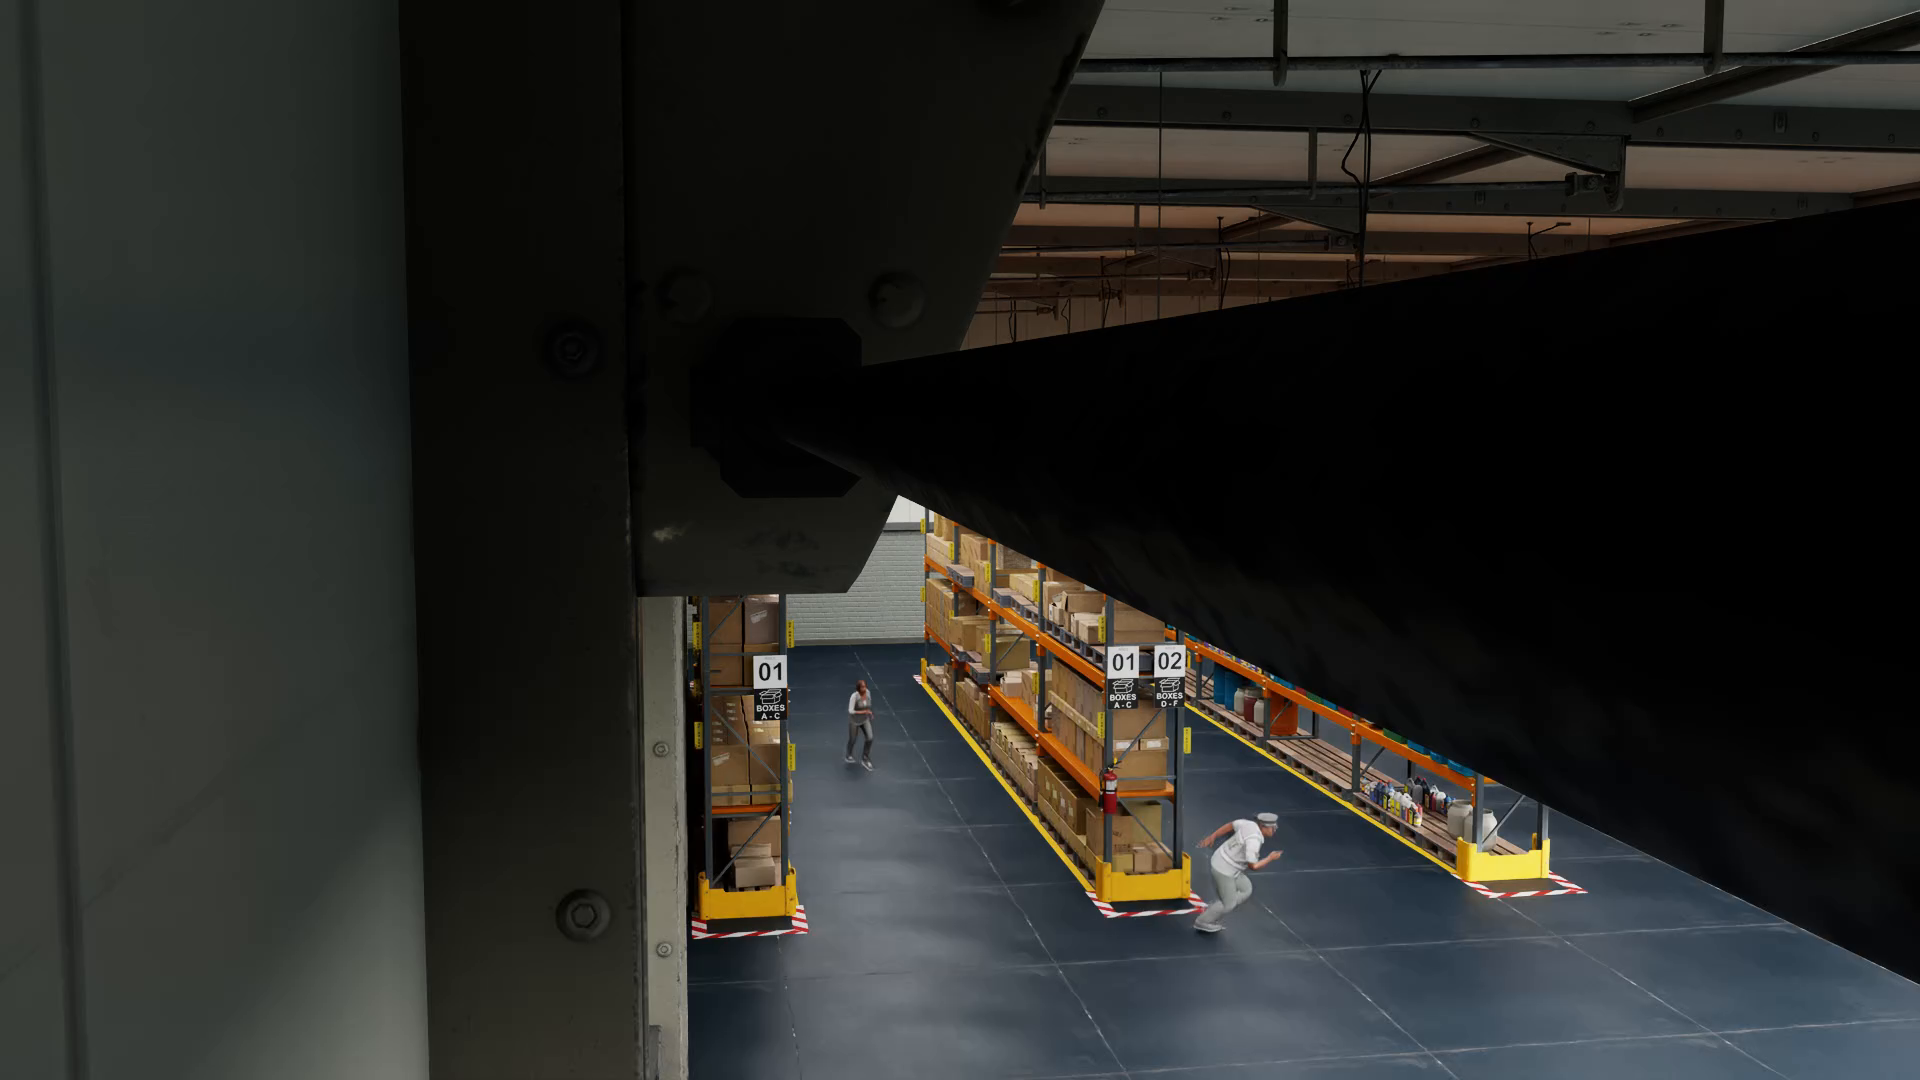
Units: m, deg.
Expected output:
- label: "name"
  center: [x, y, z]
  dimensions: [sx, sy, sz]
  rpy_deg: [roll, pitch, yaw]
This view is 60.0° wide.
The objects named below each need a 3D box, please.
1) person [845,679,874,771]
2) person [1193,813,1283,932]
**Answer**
- label: "person"
  center: [-1.687, 3.094, 28.038]
  dimensions: [0.541, 1.560, 0.904]
  rpy_deg: [-3, 6, -28]
- label: "person"
  center: [3.246, 3.892, 19.415]
  dimensions: [1.026, 1.465, 0.647]
  rpy_deg: [1, 5, 10]
